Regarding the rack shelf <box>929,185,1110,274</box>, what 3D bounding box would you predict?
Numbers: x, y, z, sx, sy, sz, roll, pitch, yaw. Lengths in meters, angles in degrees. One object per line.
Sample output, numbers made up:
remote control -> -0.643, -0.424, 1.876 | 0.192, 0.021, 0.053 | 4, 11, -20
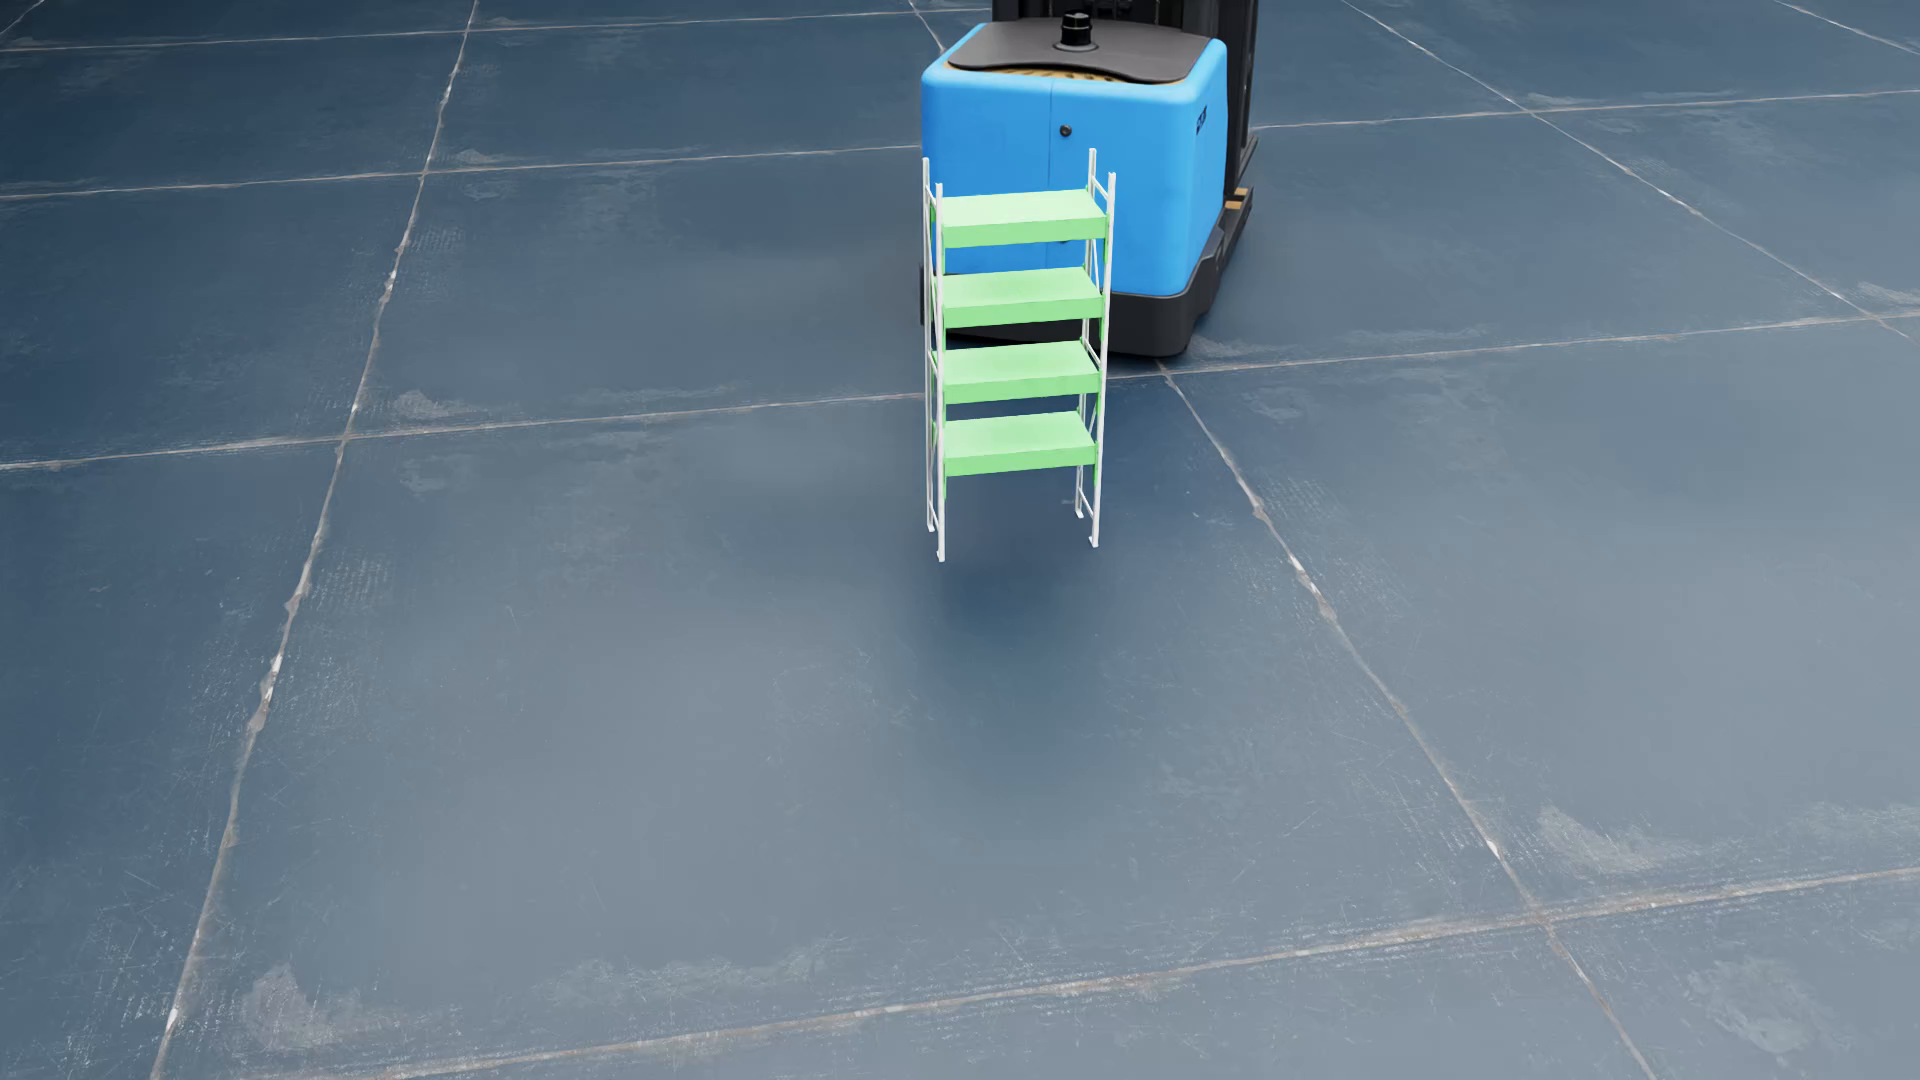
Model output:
rack shelf -> 0.163, -0.891, 4.761 | 0.480, 0.148, 0.258 | -5, 31, -9

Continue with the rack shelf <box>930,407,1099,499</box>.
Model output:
rack shelf -> 0.163, -0.270, 5.126 | 0.480, 0.148, 0.258 | -5, 31, -9

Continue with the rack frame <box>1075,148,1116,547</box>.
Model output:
rack frame -> 0.403, -0.555, 5.009 | 0.015, 1.200, 0.240 | -5, 31, -9

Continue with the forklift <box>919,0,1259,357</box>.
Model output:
forklift -> 0.741, -2.692, 6.936 | 1.130, 2.935, 3.031 | 8, 31, 14

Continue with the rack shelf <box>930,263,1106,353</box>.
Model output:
rack shelf -> 0.163, -0.684, 4.882 | 0.480, 0.148, 0.258 | -5, 31, -9

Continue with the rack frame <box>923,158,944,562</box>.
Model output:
rack frame -> -0.077, -0.510, 4.934 | 0.015, 1.200, 0.240 | -5, 31, -9

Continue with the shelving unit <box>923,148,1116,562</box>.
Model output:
shelving unit -> 0.163, -0.532, 4.972 | 0.503, 1.200, 0.258 | -5, 31, -9

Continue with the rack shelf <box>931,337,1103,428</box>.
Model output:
rack shelf -> 0.163, -0.477, 5.004 | 0.480, 0.148, 0.258 | -5, 31, -9
